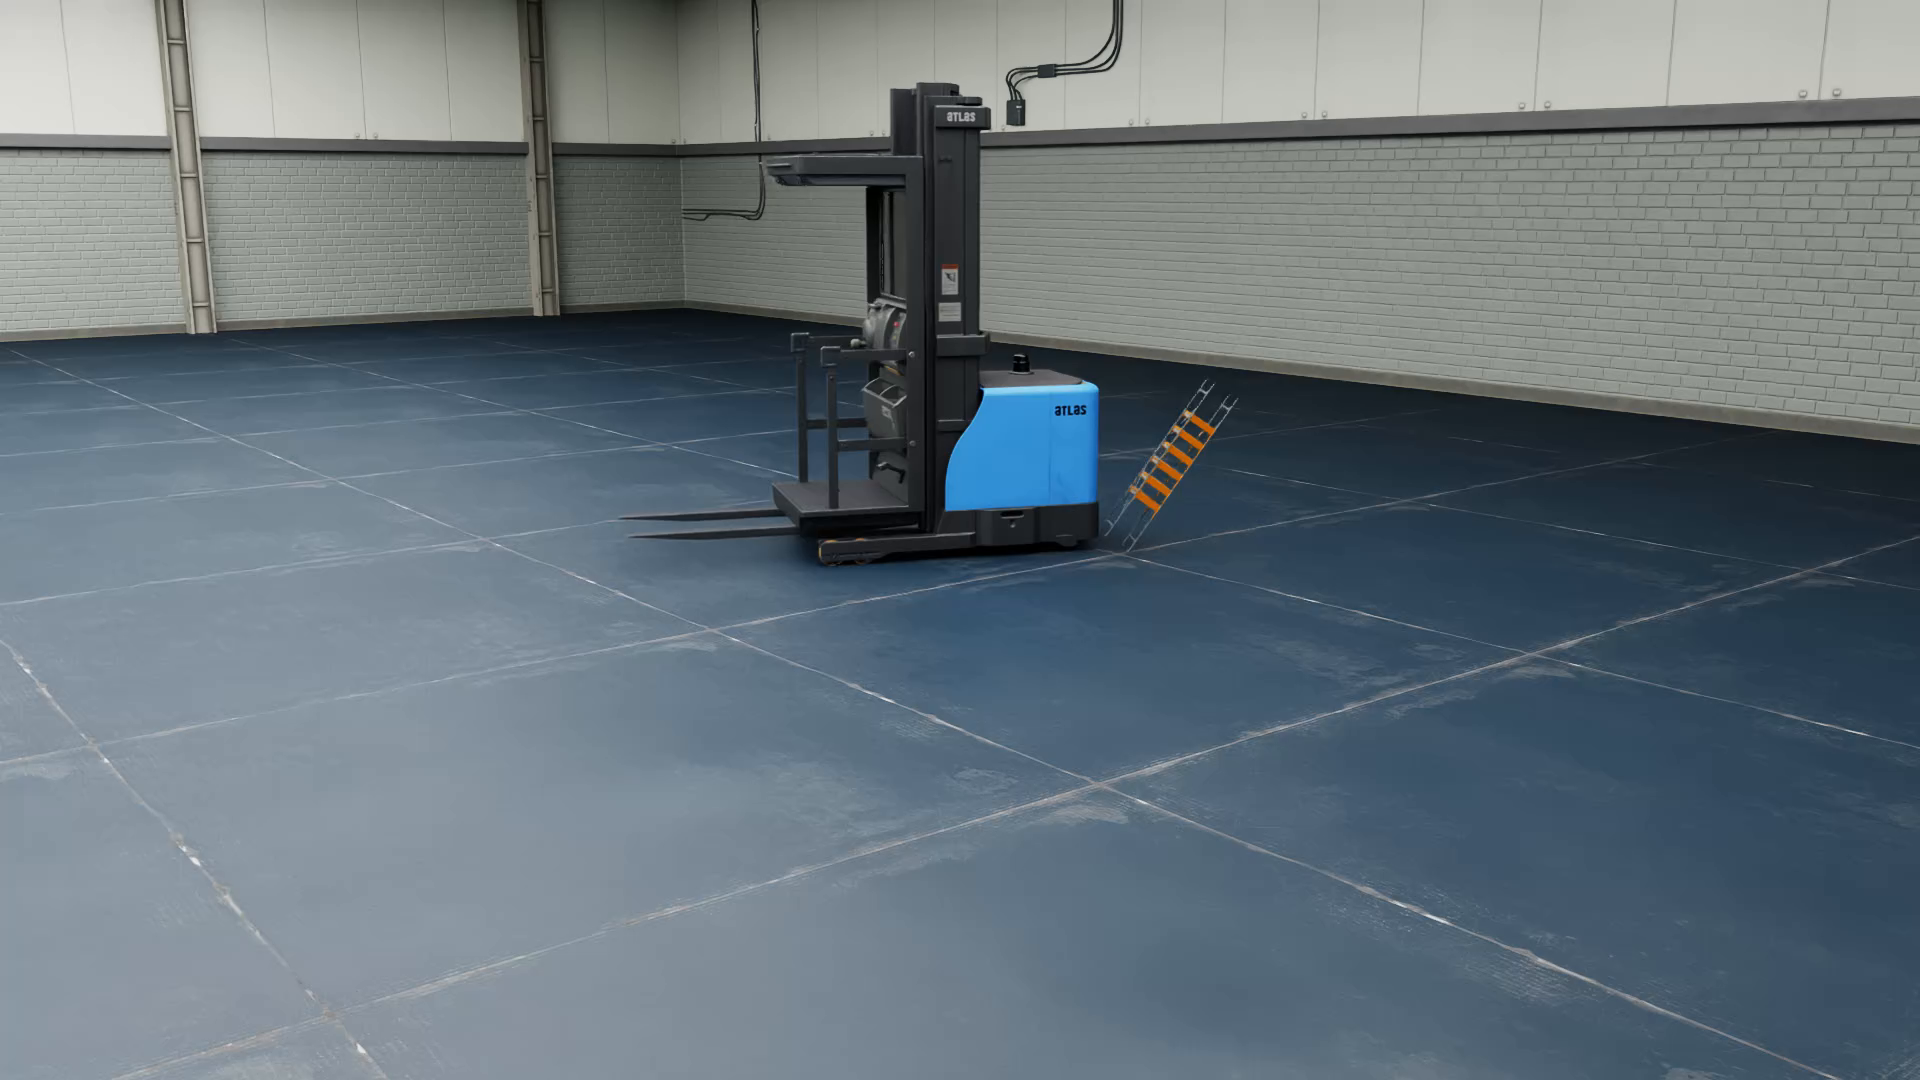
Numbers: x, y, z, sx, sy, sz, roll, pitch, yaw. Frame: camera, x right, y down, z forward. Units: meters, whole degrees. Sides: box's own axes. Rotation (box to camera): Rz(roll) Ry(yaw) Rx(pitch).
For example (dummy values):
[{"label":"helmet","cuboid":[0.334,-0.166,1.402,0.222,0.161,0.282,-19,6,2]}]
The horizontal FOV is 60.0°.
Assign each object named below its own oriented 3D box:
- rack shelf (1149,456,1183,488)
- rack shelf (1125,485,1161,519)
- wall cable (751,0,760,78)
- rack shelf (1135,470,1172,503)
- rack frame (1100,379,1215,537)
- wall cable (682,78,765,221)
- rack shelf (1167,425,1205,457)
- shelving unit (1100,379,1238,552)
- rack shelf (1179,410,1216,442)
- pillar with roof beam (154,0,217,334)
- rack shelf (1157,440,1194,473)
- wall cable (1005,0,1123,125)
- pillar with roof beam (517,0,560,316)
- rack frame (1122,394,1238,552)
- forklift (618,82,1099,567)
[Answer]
[{"label":"rack shelf","cuboid":[1.320,-0.448,10.773,0.180,0.103,0.258,34,7,-11]},{"label":"rack shelf","cuboid":[1.184,-0.253,10.803,0.180,0.103,0.258,34,7,-11]},{"label":"wall cable","cuboid":[-2.802,-9.228,28.241,0.112,2.526,3.097,-9,15,-38]},{"label":"rack shelf","cuboid":[1.252,-0.350,10.788,0.180,0.103,0.258,34,7,-11]},{"label":"rack frame","cuboid":[1.270,-0.534,10.750,0.006,1.200,0.240,34,7,-11]},{"label":"wall cable","cuboid":[-4.492,-7.197,30.832,0.112,2.526,3.097,-9,15,-38]},{"label":"rack shelf","cuboid":[1.456,-0.643,10.743,0.180,0.103,0.258,34,7,-11]},{"label":"shelving unit","cuboid":[1.345,-0.484,10.767,0.189,1.200,0.258,34,7,-11]},{"label":"rack shelf","cuboid":[1.525,-0.741,10.727,0.180,0.103,0.258,34,7,-11]},{"label":"pillar with roof beam","cuboid":[-9.615,-7.071,22.764,0.400,9.000,9.100,-9,15,-38]},{"label":"rack shelf","cuboid":[1.388,-0.546,10.758,0.180,0.103,0.258,34,7,-11]},{"label":"wall cable","cuboid":[1.426,-8.837,22.895,0.169,6.003,2.305,-9,15,-38]},{"label":"pillar with roof beam","cuboid":[-4.930,-7.850,26.431,0.400,9.000,9.100,-9,15,-38]},{"label":"rack frame","cuboid":[1.420,-0.434,10.784,0.006,1.200,0.240,34,7,-11]},{"label":"forklift","cuboid":[-0.668,-1.390,10.618,3.031,2.935,1.130,-3,12,-16]}]
